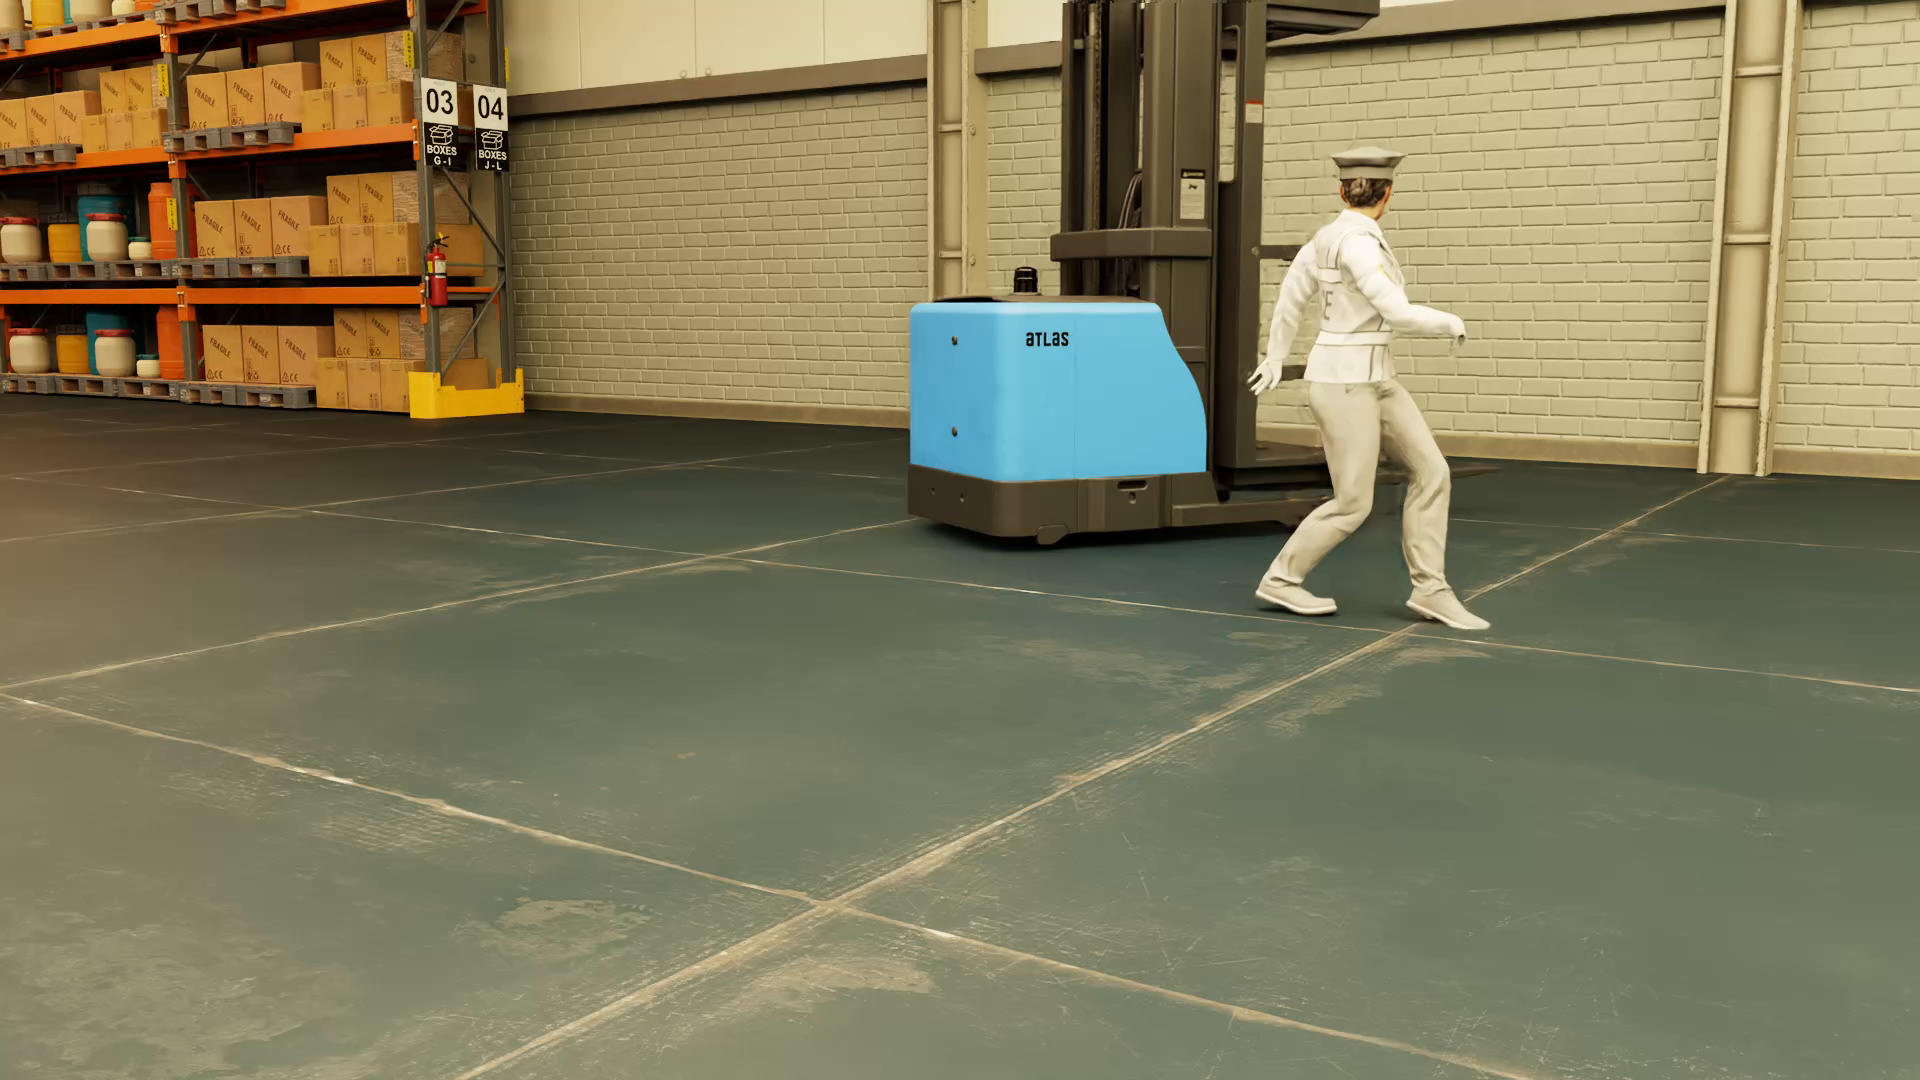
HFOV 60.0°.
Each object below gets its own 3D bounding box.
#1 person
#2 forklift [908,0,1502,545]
[{"bbox_3d":[1.377,-0.508,5.649,0.889,1.620,0.513,4,9,24],"label":"person"},{"bbox_3d":[1.303,-1.546,8.067,3.031,2.935,1.130,-4,9,-26],"label":"forklift"}]
